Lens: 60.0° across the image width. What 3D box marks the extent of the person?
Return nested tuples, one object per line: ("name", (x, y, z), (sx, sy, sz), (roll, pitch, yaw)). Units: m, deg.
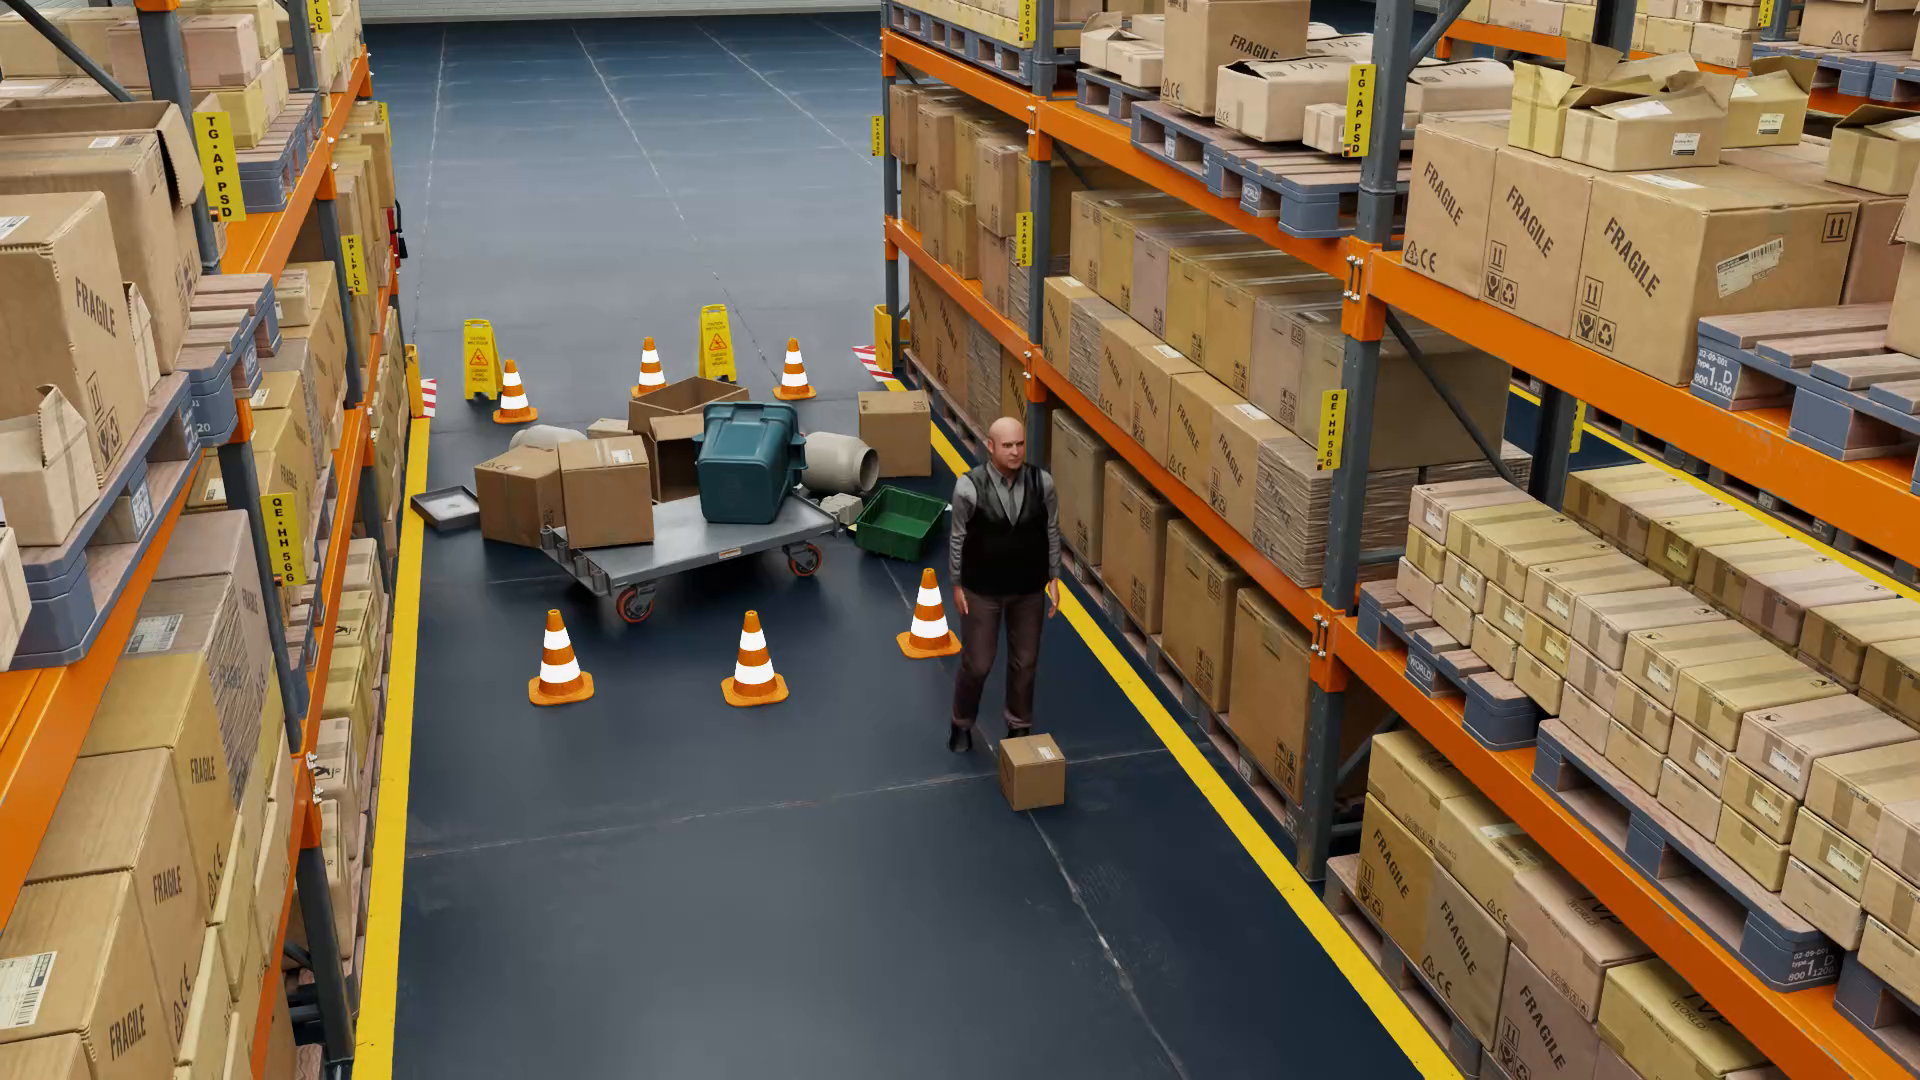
("person", (0.218, 0.209, 8.051), (0.548, 1.672, 0.385), (-6, 23, -14))
